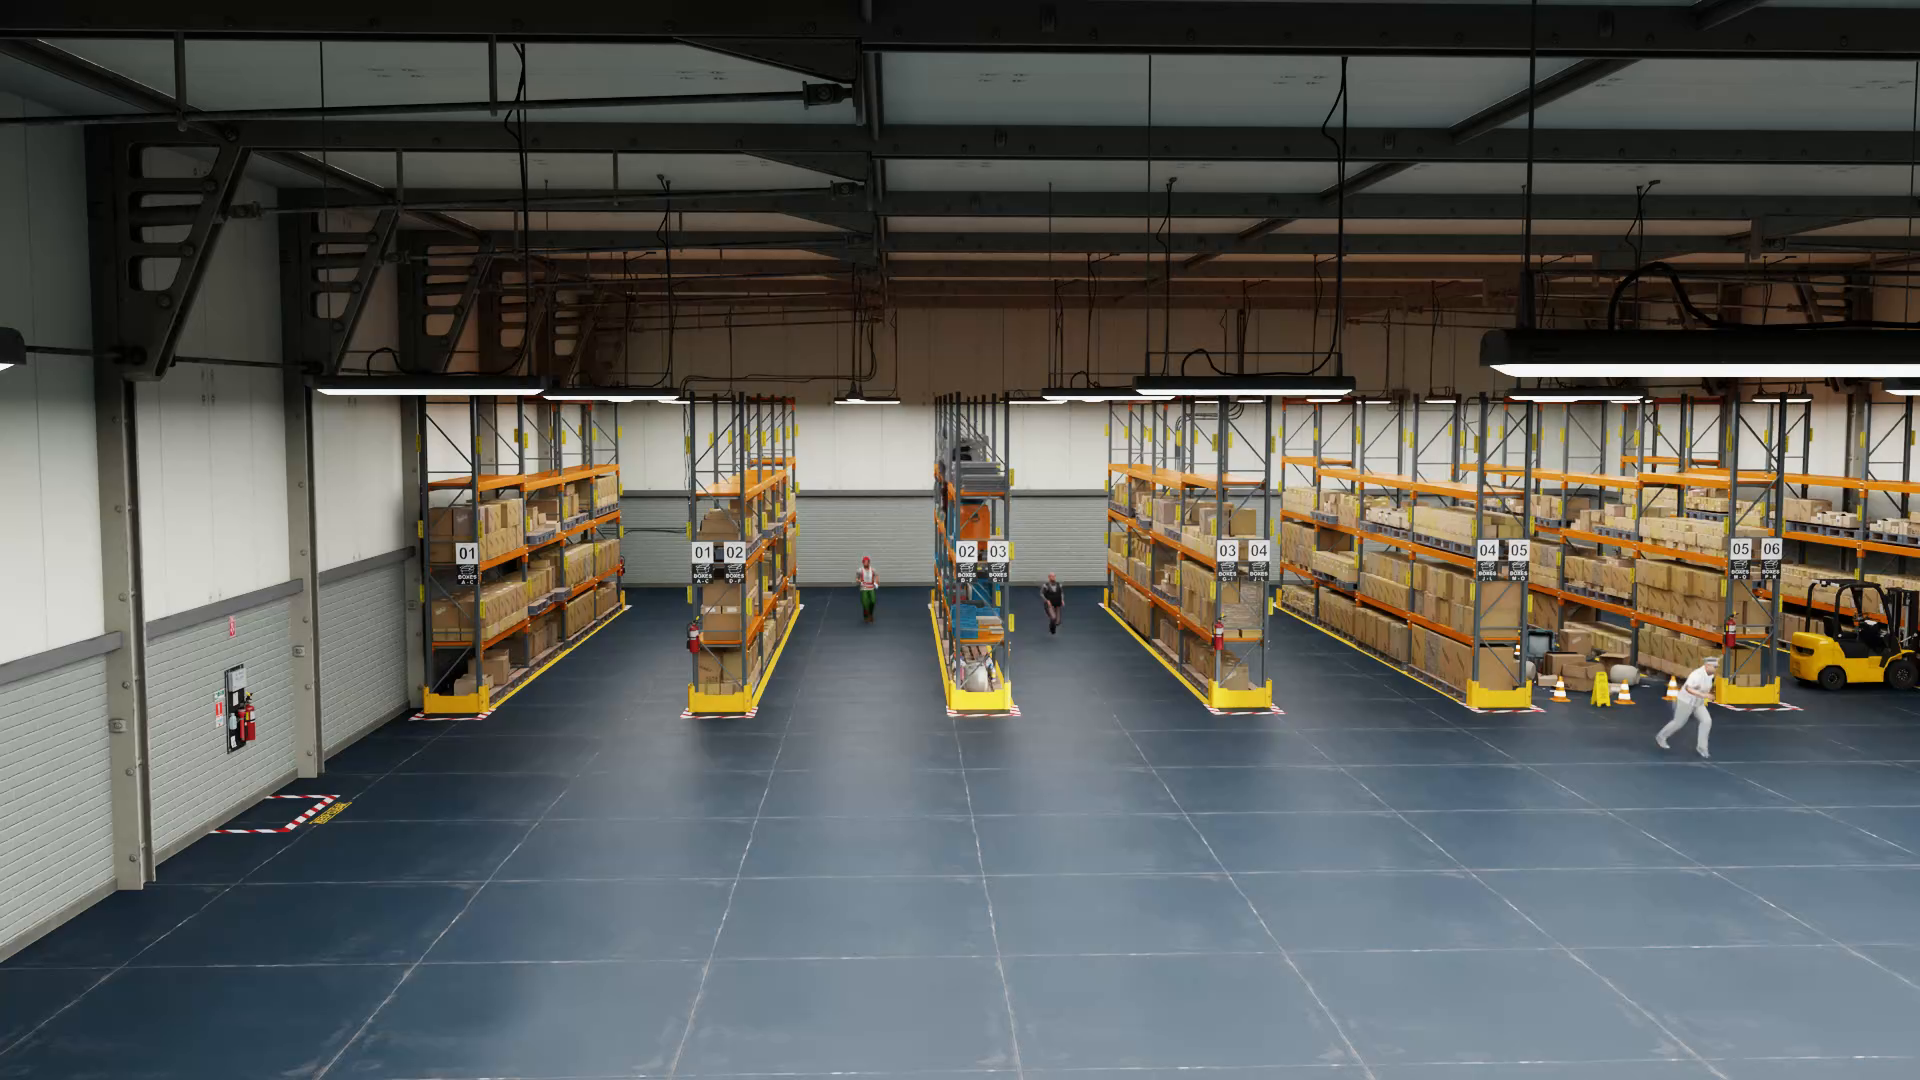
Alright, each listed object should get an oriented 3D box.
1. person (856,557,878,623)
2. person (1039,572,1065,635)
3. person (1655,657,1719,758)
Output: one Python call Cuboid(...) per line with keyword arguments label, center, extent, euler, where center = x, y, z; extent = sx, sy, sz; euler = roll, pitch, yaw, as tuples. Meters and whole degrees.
Cuboid(label="person", center=(-2.433, 1.319, 43.890), extent=(0.629, 1.751, 0.639), euler=(-1, 5, -10))
Cuboid(label="person", center=(2.271, 1.572, 40.685), extent=(0.661, 1.557, 0.694), euler=(-1, 5, -14))
Cuboid(label="person", center=(11.996, 2.733, 27.418), extent=(0.707, 1.720, 1.020), euler=(-4, 6, -38))
